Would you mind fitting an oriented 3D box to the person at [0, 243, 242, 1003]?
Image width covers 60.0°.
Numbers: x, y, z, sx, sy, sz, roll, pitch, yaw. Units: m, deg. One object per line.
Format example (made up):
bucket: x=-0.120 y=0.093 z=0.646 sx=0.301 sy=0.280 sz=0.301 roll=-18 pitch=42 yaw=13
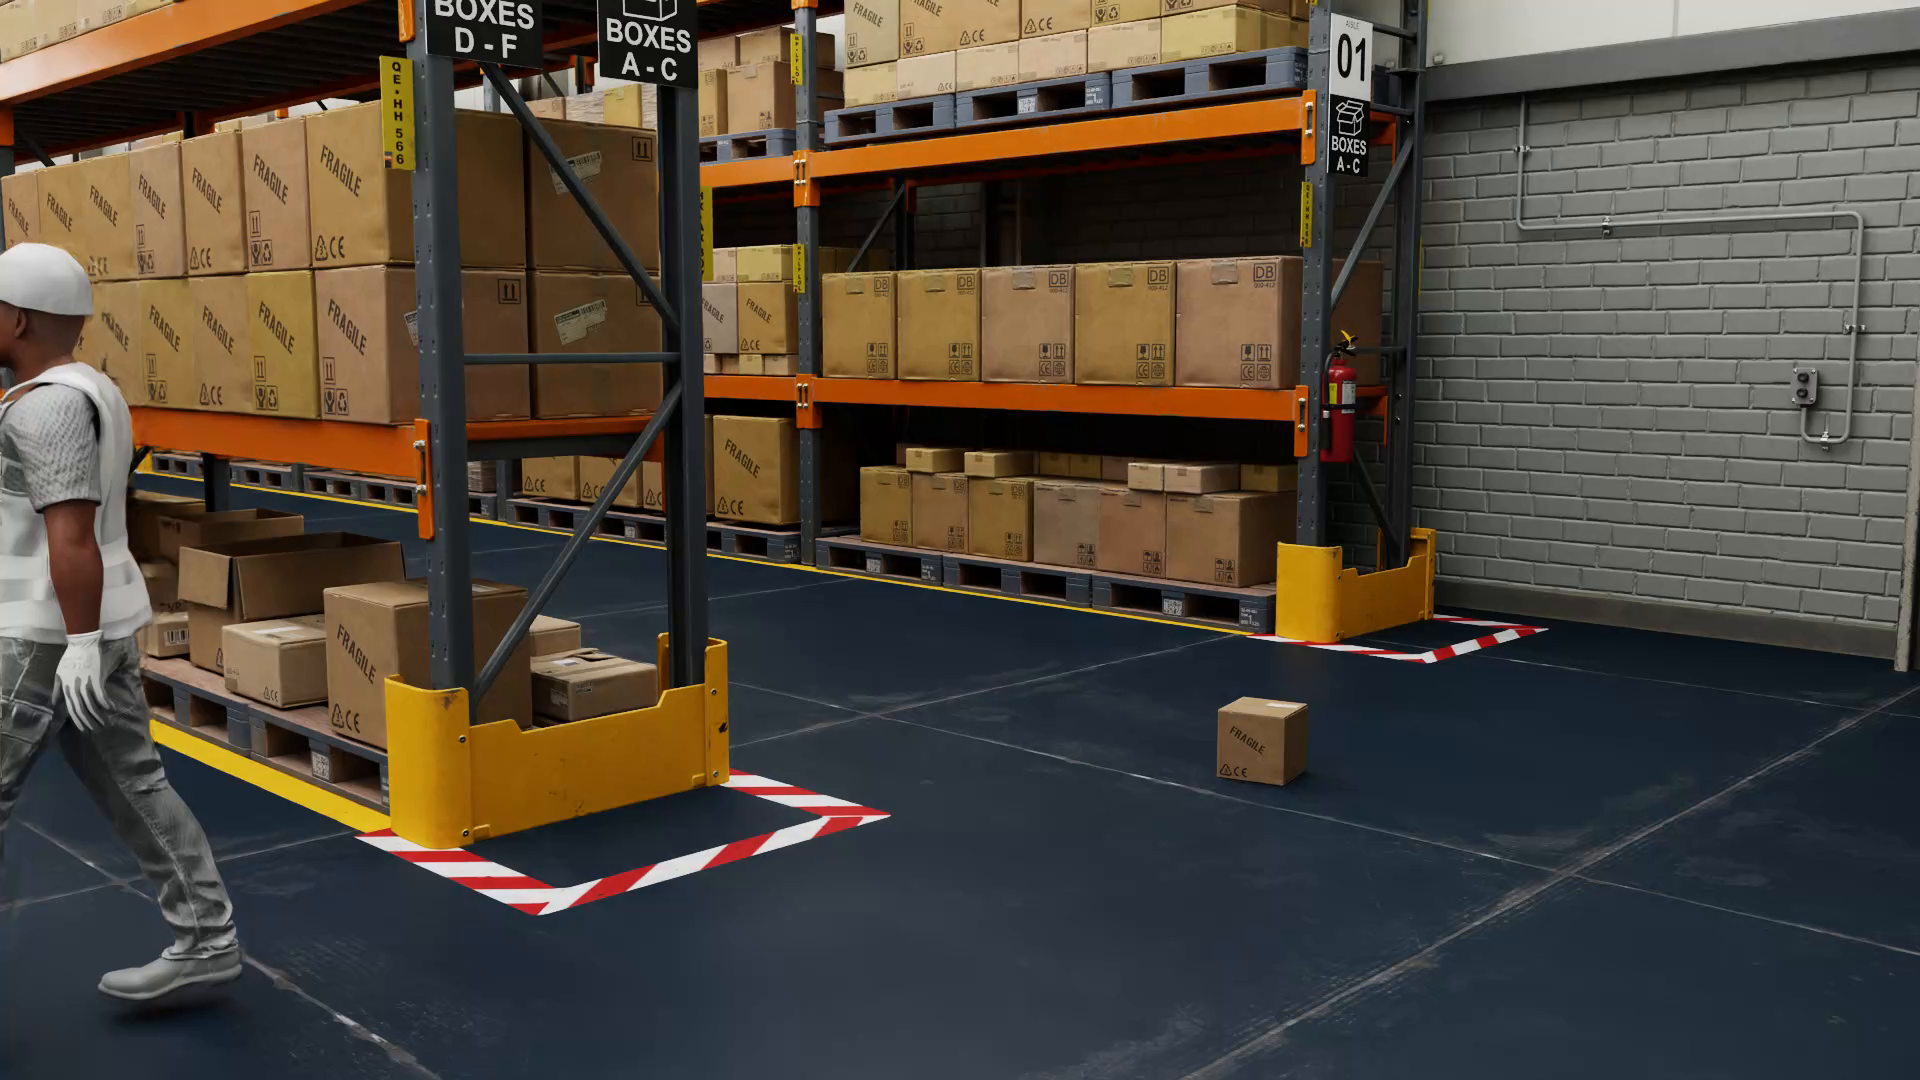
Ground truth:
person: x=-2.144 y=0.215 z=3.777 sx=0.859 sy=1.758 sz=0.615 roll=-2 pitch=7 yaw=-13
